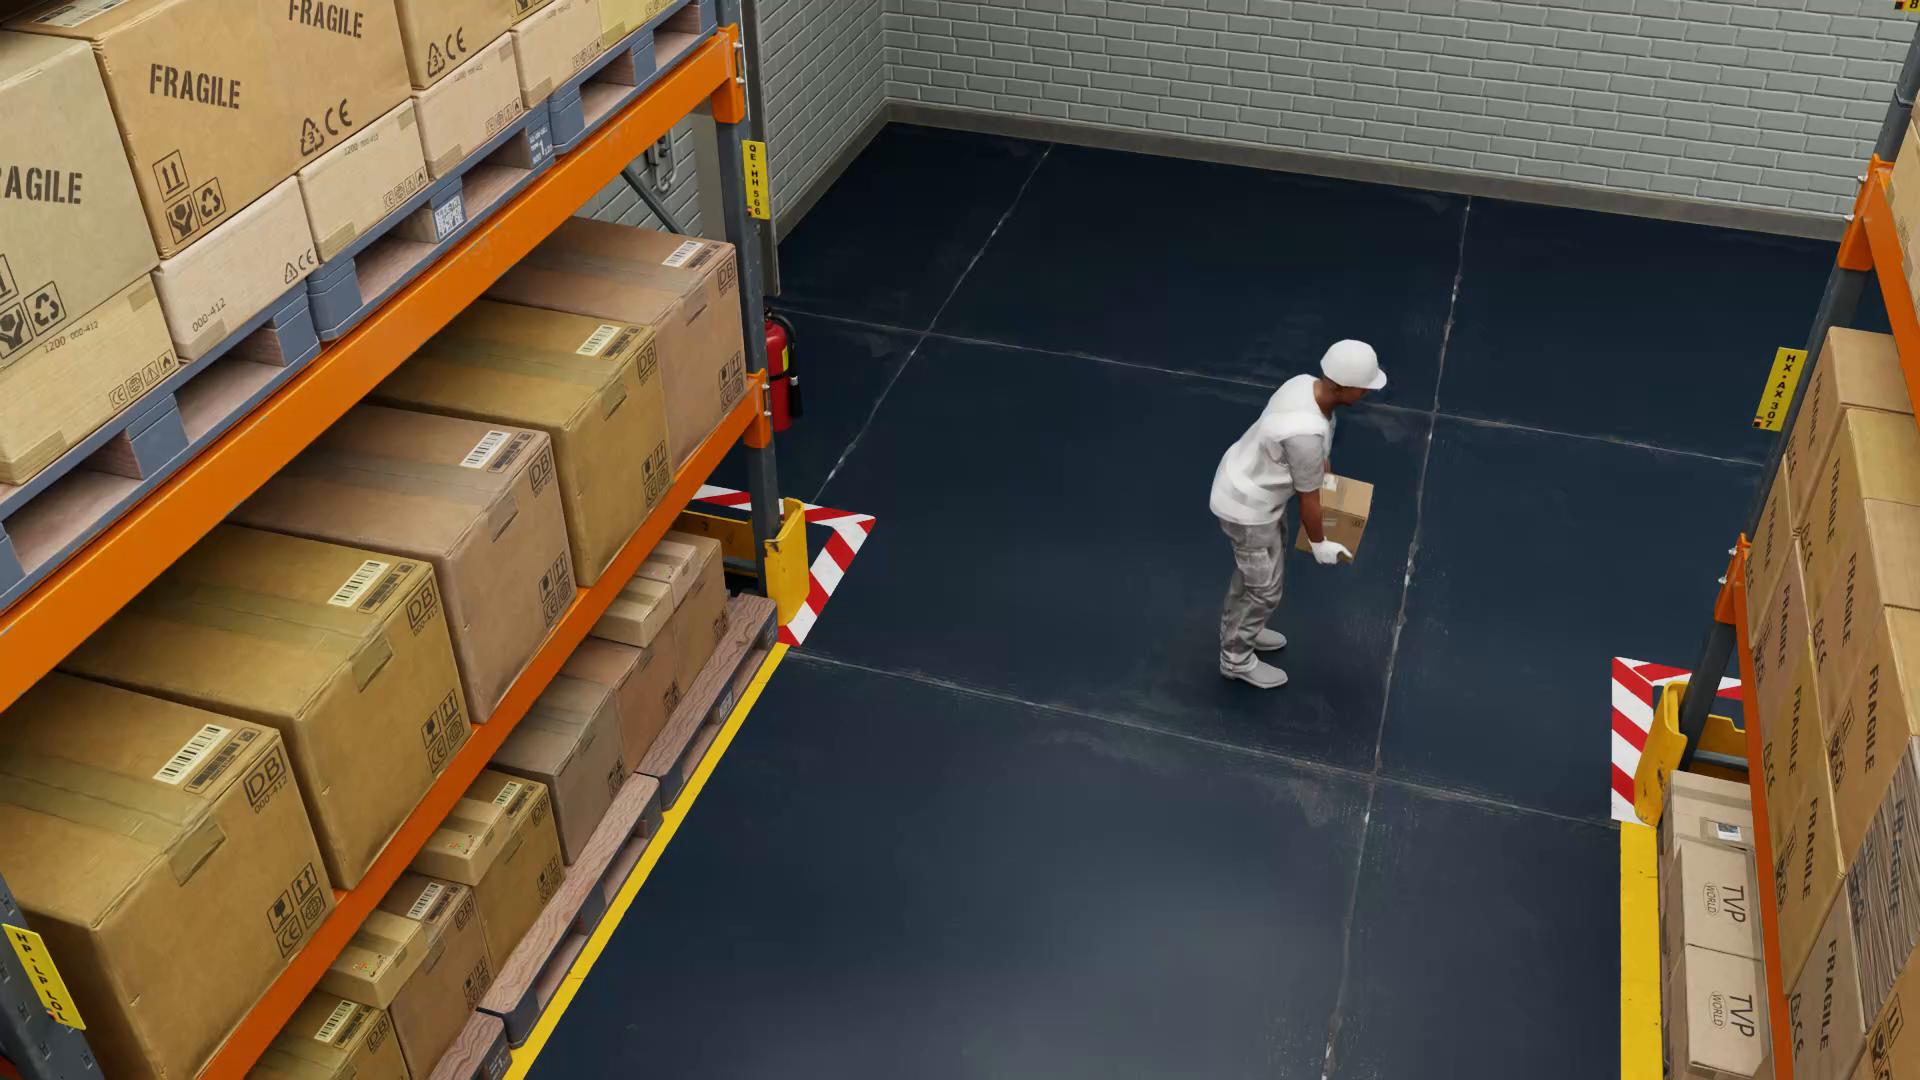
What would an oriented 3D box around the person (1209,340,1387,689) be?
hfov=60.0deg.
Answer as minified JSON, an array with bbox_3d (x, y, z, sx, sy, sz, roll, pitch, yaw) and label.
[{"bbox_3d":[1.393,-0.129,7.117,0.645,1.700,0.482,10,38,13],"label":"person"}]
